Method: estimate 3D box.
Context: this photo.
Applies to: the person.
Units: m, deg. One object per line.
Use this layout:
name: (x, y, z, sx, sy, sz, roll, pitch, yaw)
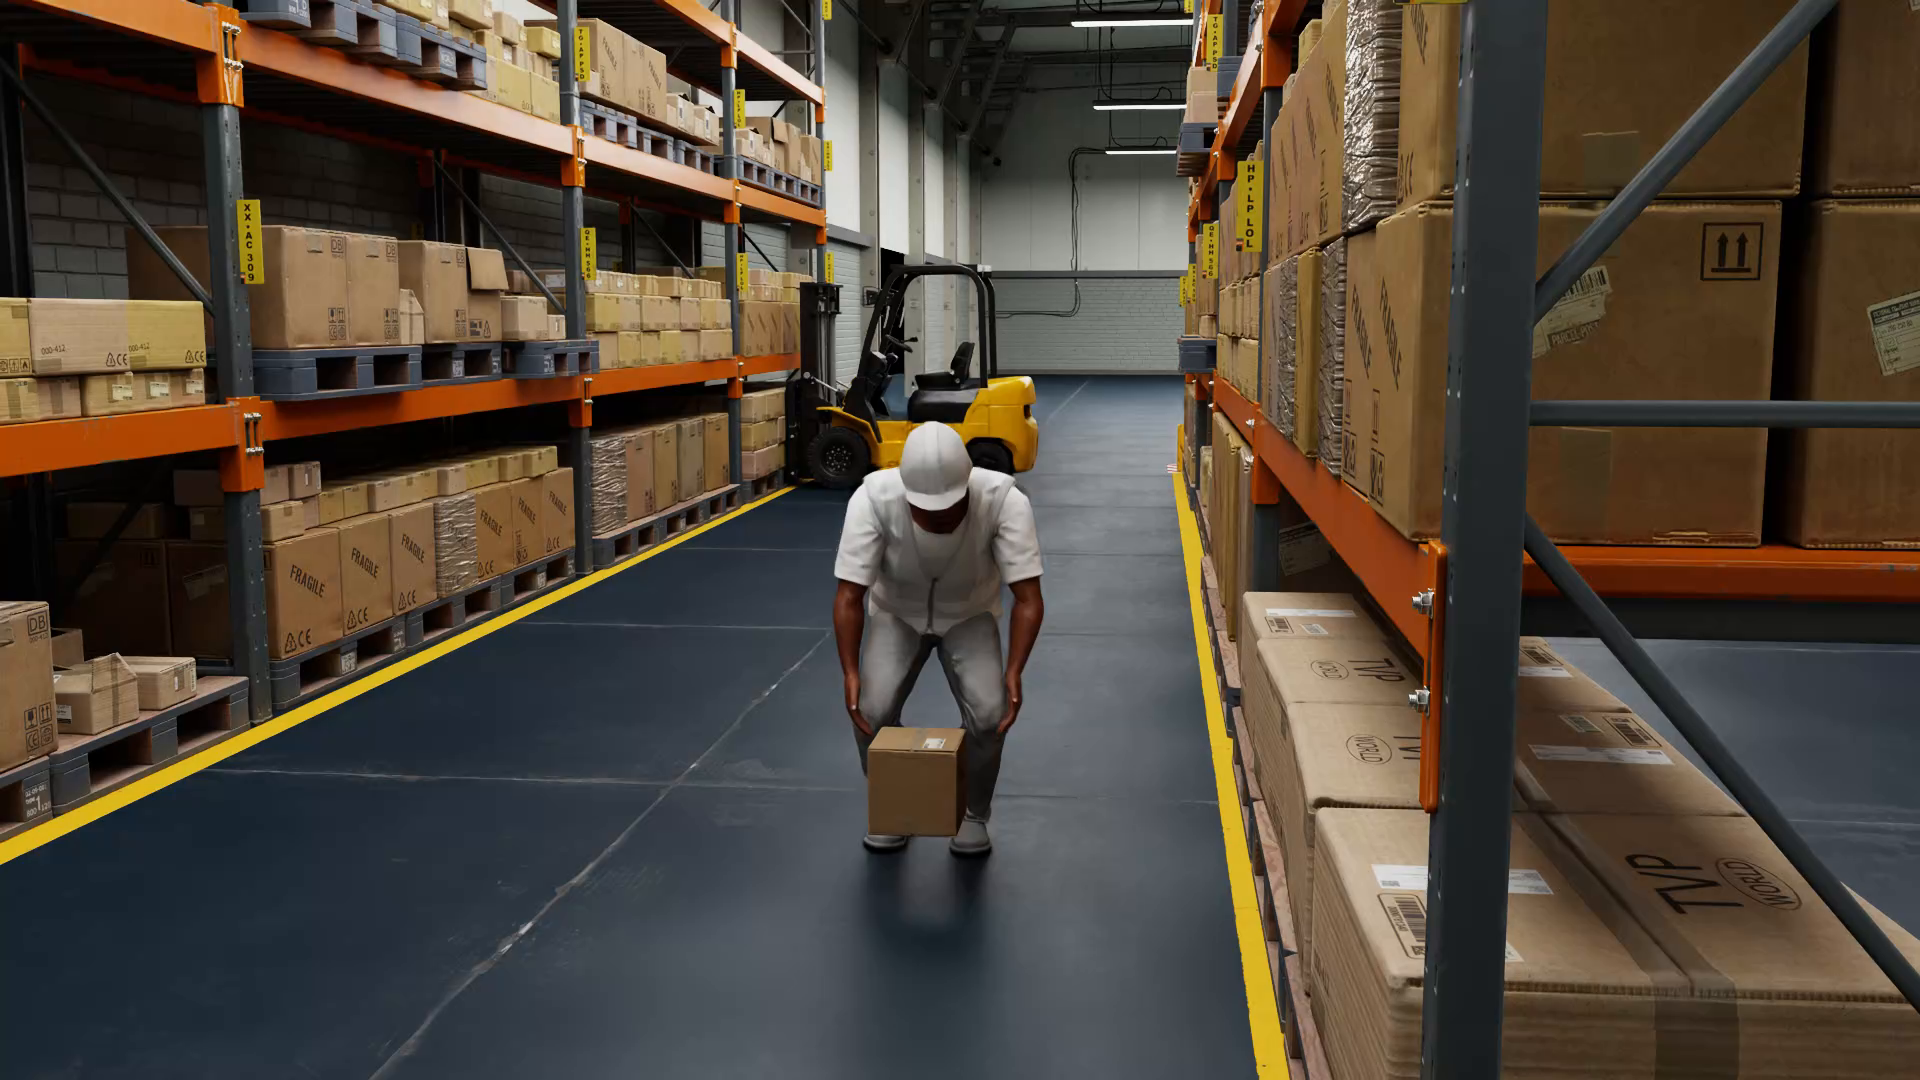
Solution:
person: (-0.055, 0.292, 5.097, 0.631, 1.346, 0.790, 1, 8, 5)
